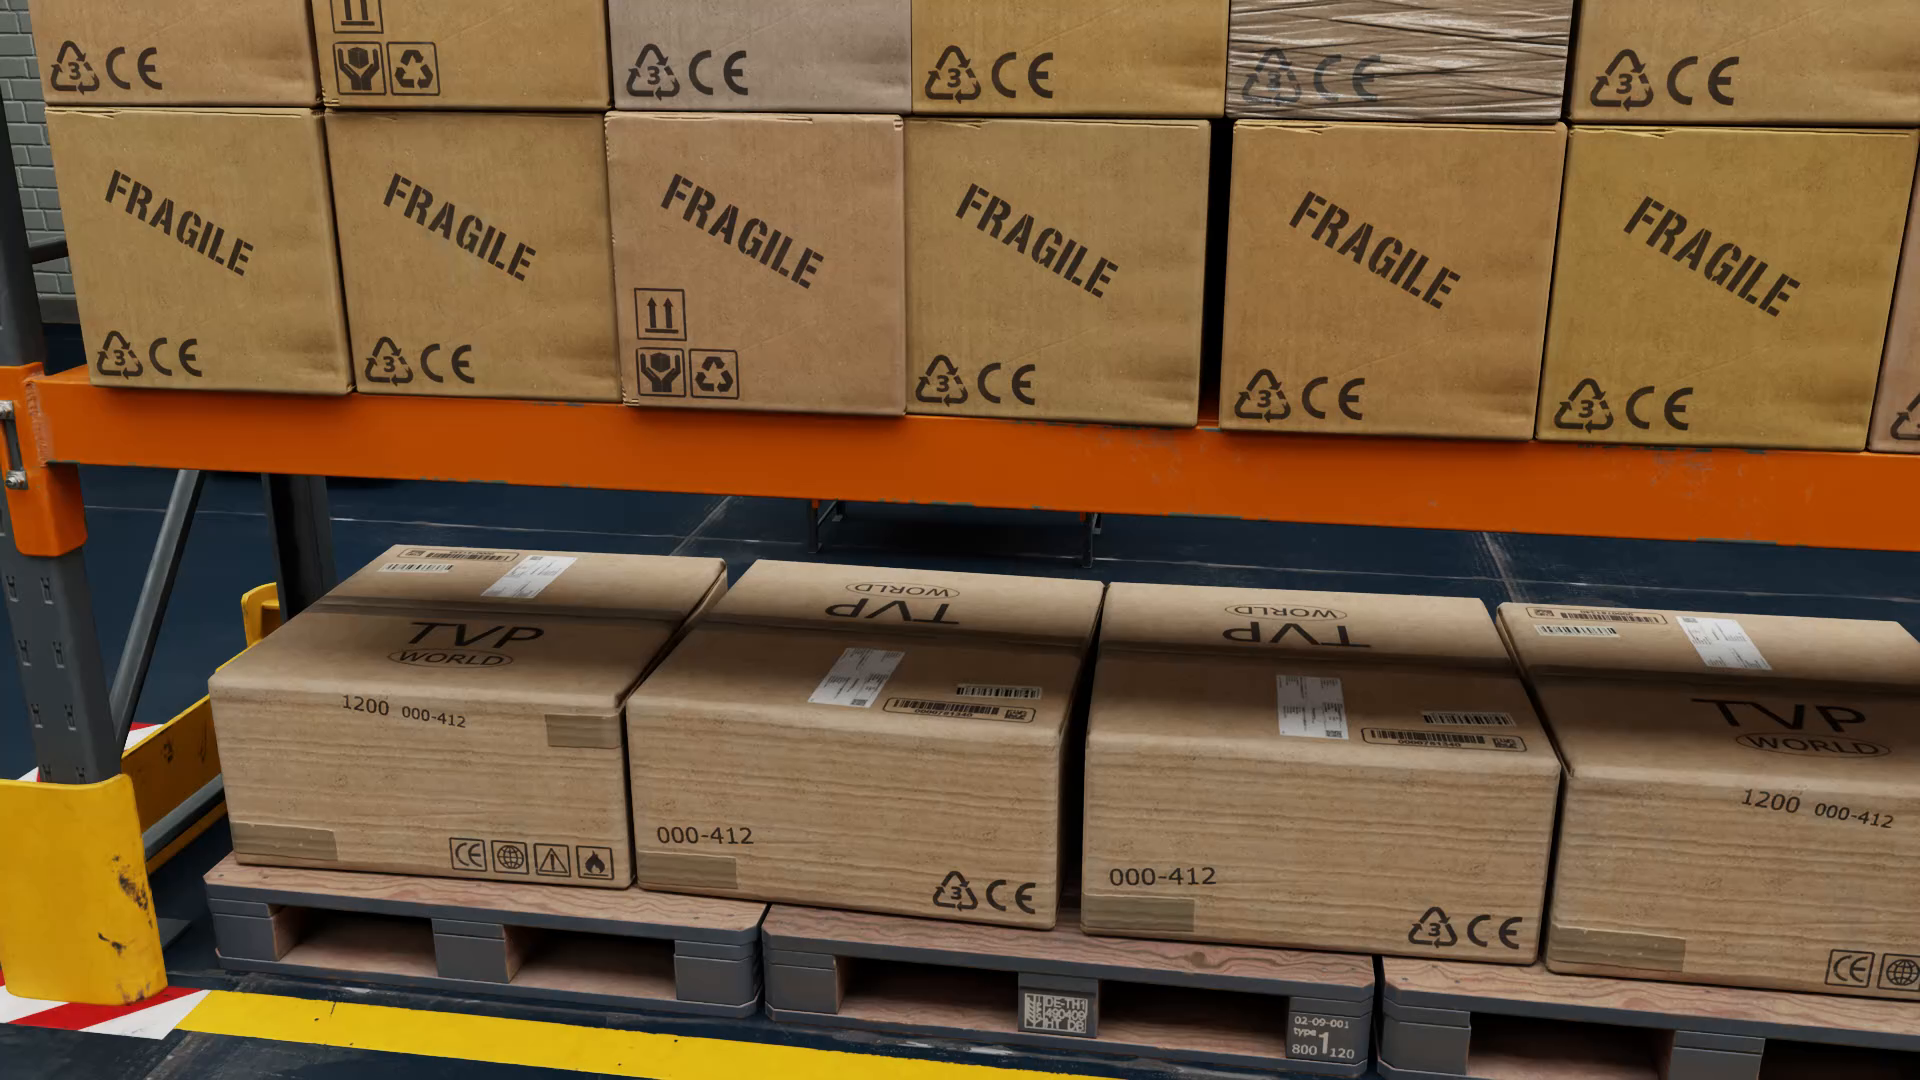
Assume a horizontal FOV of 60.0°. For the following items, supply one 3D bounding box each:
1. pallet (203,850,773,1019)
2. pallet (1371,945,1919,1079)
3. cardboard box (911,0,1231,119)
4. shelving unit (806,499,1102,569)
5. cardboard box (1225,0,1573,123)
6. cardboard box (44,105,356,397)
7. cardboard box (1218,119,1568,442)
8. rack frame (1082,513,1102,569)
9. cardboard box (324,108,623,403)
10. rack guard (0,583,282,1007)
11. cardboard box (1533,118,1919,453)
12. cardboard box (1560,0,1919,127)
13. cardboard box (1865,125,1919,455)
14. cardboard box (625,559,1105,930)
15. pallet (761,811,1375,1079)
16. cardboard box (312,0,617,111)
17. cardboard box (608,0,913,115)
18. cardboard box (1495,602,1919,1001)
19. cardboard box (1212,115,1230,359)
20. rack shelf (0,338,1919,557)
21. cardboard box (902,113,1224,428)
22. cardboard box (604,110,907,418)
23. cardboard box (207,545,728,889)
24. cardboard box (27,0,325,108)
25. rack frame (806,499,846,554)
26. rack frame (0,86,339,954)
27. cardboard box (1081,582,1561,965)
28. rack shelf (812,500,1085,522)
[{"bbox_3d":[-0.933,0.690,3.908,1.213,0.211,1.003,3,19,9],"label":"pallet"},{"bbox_3d":[1.476,0.813,3.541,1.213,0.211,1.003,3,19,9],"label":"pallet"},{"bbox_3d":[0.208,-0.984,2.784,0.500,0.500,0.500,3,19,9],"label":"cardboard box"},{"bbox_3d":[-0.007,-0.534,6.126,1.048,1.125,0.538,3,19,9],"label":"shelving unit"},{"bbox_3d":[0.701,-0.956,2.700,0.500,0.500,0.500,3,19,9],"label":"cardboard box"},{"bbox_3d":[-1.306,-0.581,3.156,0.500,0.500,0.500,3,19,8],"label":"cardboard box"},{"bbox_3d":[0.709,-0.482,2.859,0.500,0.500,0.500,3,19,8],"label":"cardboard box"},{"bbox_3d":[0.495,-0.508,6.049,0.032,1.125,0.500,3,19,9],"label":"rack frame"},{"bbox_3d":[-0.802,-0.565,3.106,0.500,0.500,0.500,3,19,8],"label":"cardboard box"},{"bbox_3d":[-1.758,0.536,3.913,0.348,0.500,1.175,3,19,9],"label":"rack guard"},{"bbox_3d":[1.207,-0.462,2.798,0.500,0.500,0.500,2,19,7],"label":"cardboard box"},{"bbox_3d":[1.205,-0.934,2.633,0.500,0.500,0.500,3,19,8],"label":"cardboard box"},{"bbox_3d":[1.716,-0.437,2.725,0.500,0.500,0.500,3,19,9],"label":"cardboard box"},{"bbox_3d":[-0.162,0.413,3.717,0.875,0.438,0.875,3,19,10],"label":"cardboard box"},{"bbox_3d":[0.268,0.752,3.722,1.213,0.211,1.003,3,19,9],"label":"pallet"},{"bbox_3d":[-0.795,-1.032,2.928,0.500,0.500,0.500,2,19,7],"label":"cardboard box"},{"bbox_3d":[-0.285,-1.009,2.858,0.500,0.500,0.500,3,19,8],"label":"cardboard box"},{"bbox_3d":[1.612,0.504,3.446,0.875,0.438,0.875,3,19,8],"label":"cardboard box"},{"bbox_3d":[0.298,-0.679,3.449,0.500,0.500,0.500,3,19,10],"label":"cardboard box"},{"bbox_3d":[0.240,-0.206,3.326,4.000,0.370,1.077,3,19,9],"label":"rack shelf"},{"bbox_3d":[0.194,-0.513,2.952,0.500,0.500,0.500,4,19,10],"label":"cardboard box"},{"bbox_3d":[-0.303,-0.533,3.012,0.500,0.500,0.500,3,19,8],"label":"cardboard box"},{"bbox_3d":[-1.067,0.370,3.847,0.875,0.438,0.875,2,19,7],"label":"cardboard box"},{"bbox_3d":[-1.306,-1.056,2.999,0.500,0.500,0.500,3,19,7],"label":"cardboard box"},{"bbox_3d":[-0.509,-0.559,6.202,0.032,1.125,0.500,3,19,9],"label":"rack frame"},{"bbox_3d":[-1.735,-0.648,3.512,0.127,3.000,1.000,3,19,9],"label":"rack frame"},{"bbox_3d":[0.728,0.459,3.580,0.875,0.438,0.875,2,19,7],"label":"cardboard box"},{"bbox_3d":[-0.007,-0.302,6.203,1.000,0.278,0.538,3,19,9],"label":"rack shelf"}]
